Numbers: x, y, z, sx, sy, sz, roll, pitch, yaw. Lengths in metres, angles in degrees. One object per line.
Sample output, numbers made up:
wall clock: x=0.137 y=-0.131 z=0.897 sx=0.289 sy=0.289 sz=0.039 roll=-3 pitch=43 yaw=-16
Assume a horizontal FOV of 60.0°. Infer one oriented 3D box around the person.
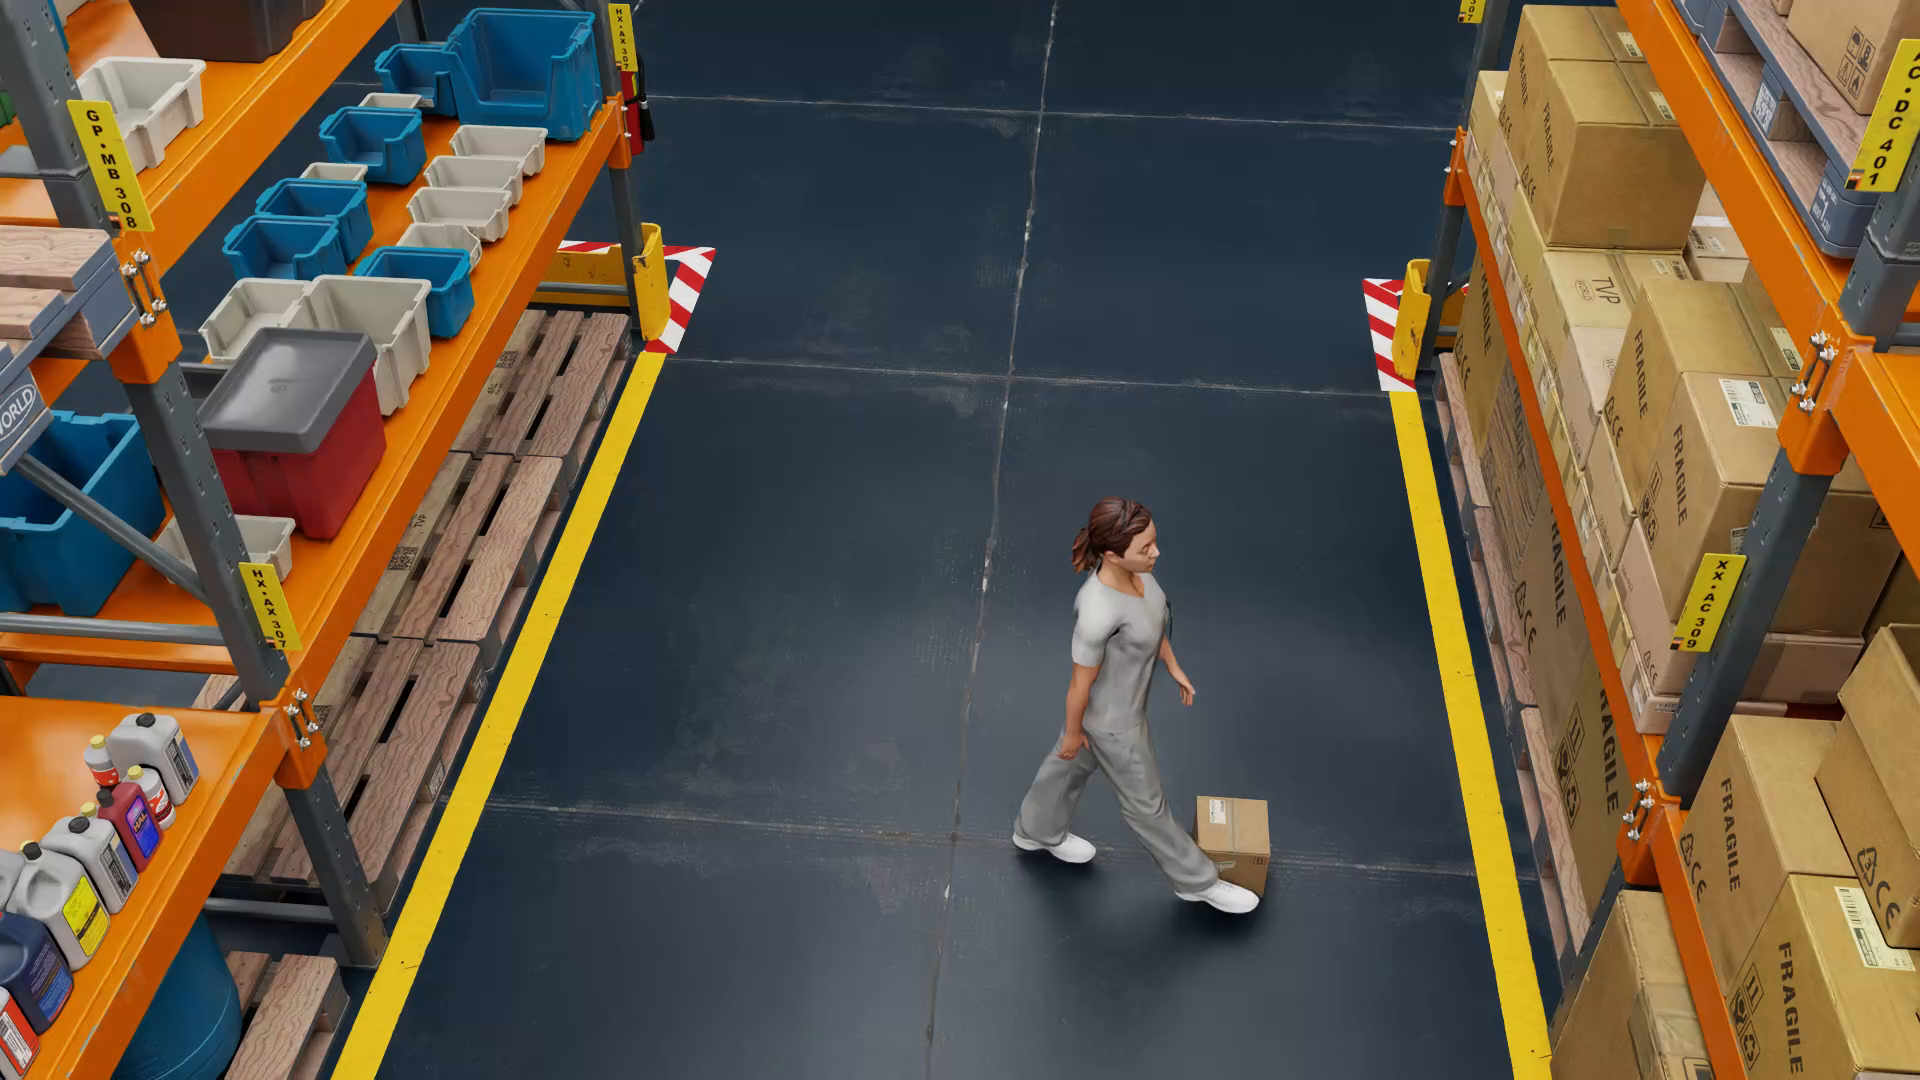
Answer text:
person: x=0.635 y=0.538 z=5.501 sx=0.904 sy=1.640 sz=0.454 roll=9 pitch=41 yaw=10
